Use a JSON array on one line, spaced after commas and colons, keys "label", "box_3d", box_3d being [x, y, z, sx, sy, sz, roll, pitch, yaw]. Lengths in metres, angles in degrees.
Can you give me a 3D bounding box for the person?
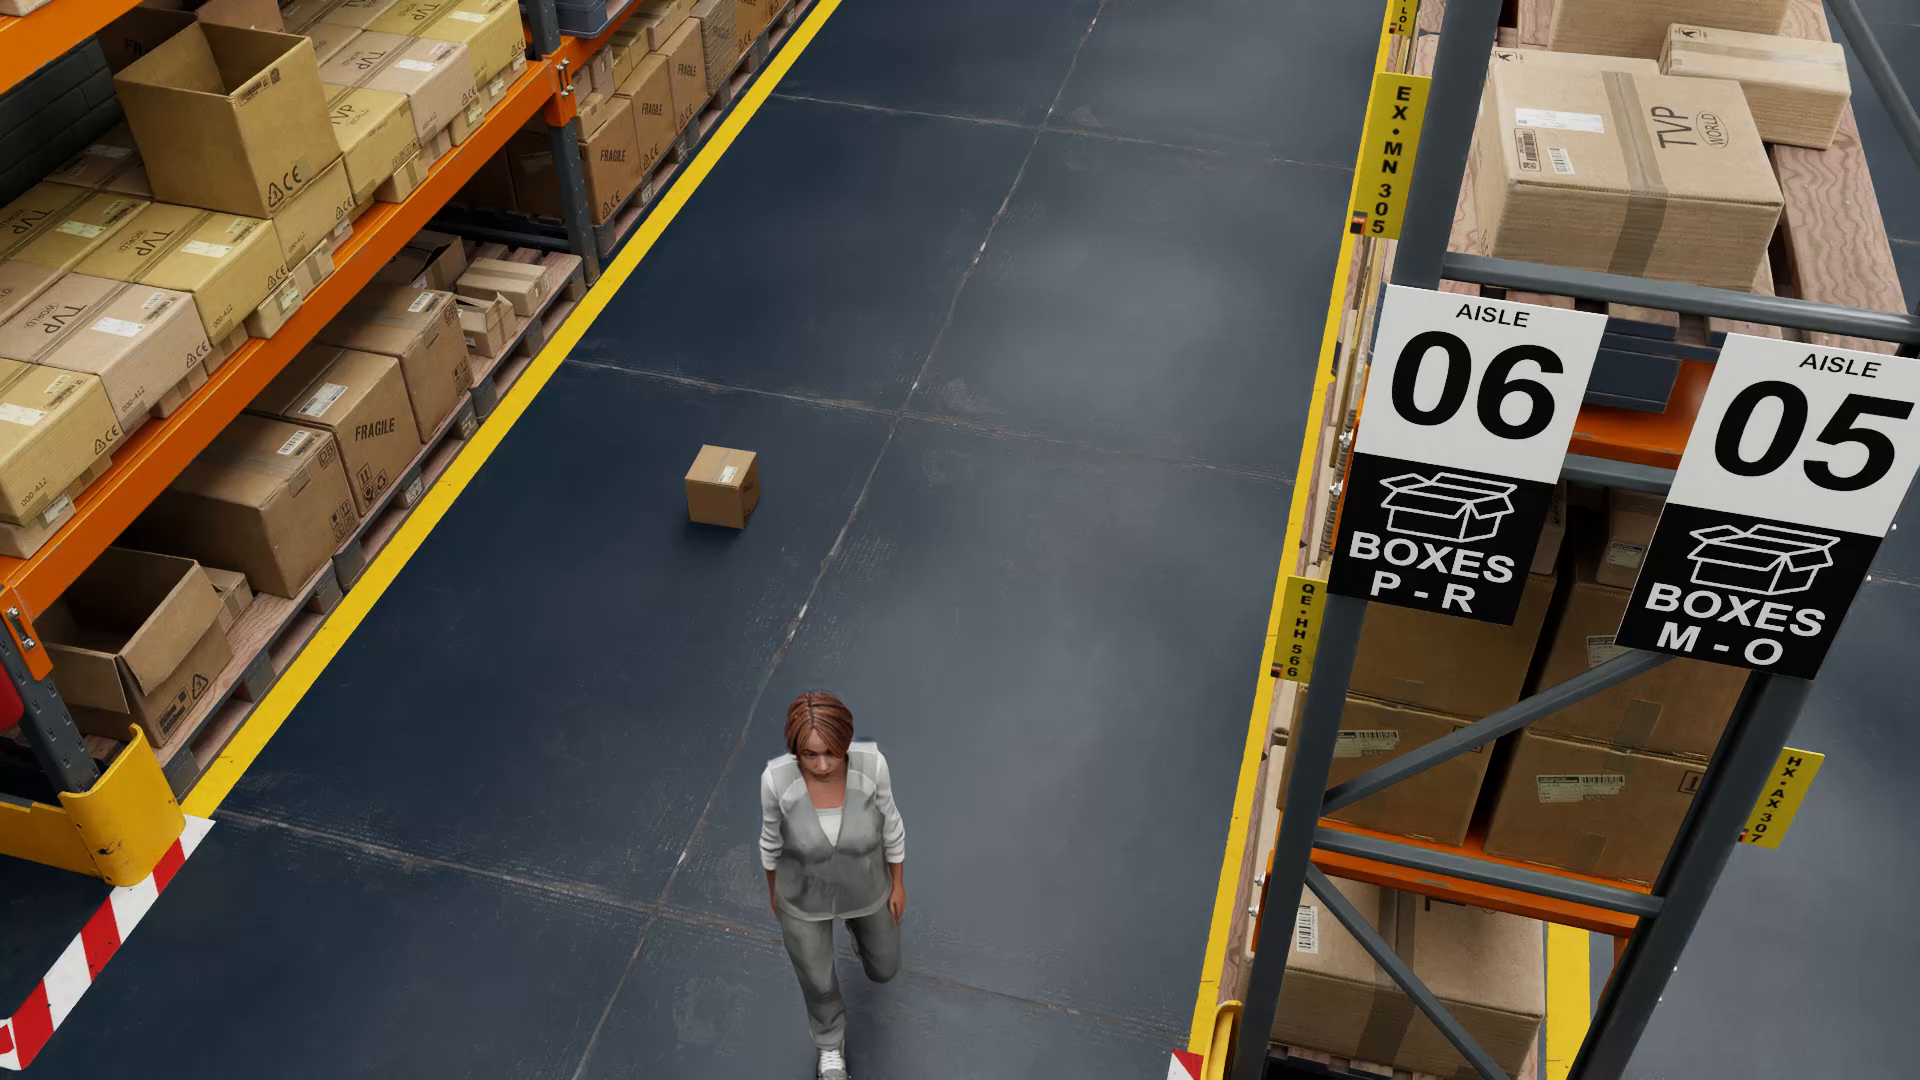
[{"label": "person", "box_3d": [-0.379, 0.998, 5.012, 0.423, 1.588, 0.619, -6, 42, -7]}]
